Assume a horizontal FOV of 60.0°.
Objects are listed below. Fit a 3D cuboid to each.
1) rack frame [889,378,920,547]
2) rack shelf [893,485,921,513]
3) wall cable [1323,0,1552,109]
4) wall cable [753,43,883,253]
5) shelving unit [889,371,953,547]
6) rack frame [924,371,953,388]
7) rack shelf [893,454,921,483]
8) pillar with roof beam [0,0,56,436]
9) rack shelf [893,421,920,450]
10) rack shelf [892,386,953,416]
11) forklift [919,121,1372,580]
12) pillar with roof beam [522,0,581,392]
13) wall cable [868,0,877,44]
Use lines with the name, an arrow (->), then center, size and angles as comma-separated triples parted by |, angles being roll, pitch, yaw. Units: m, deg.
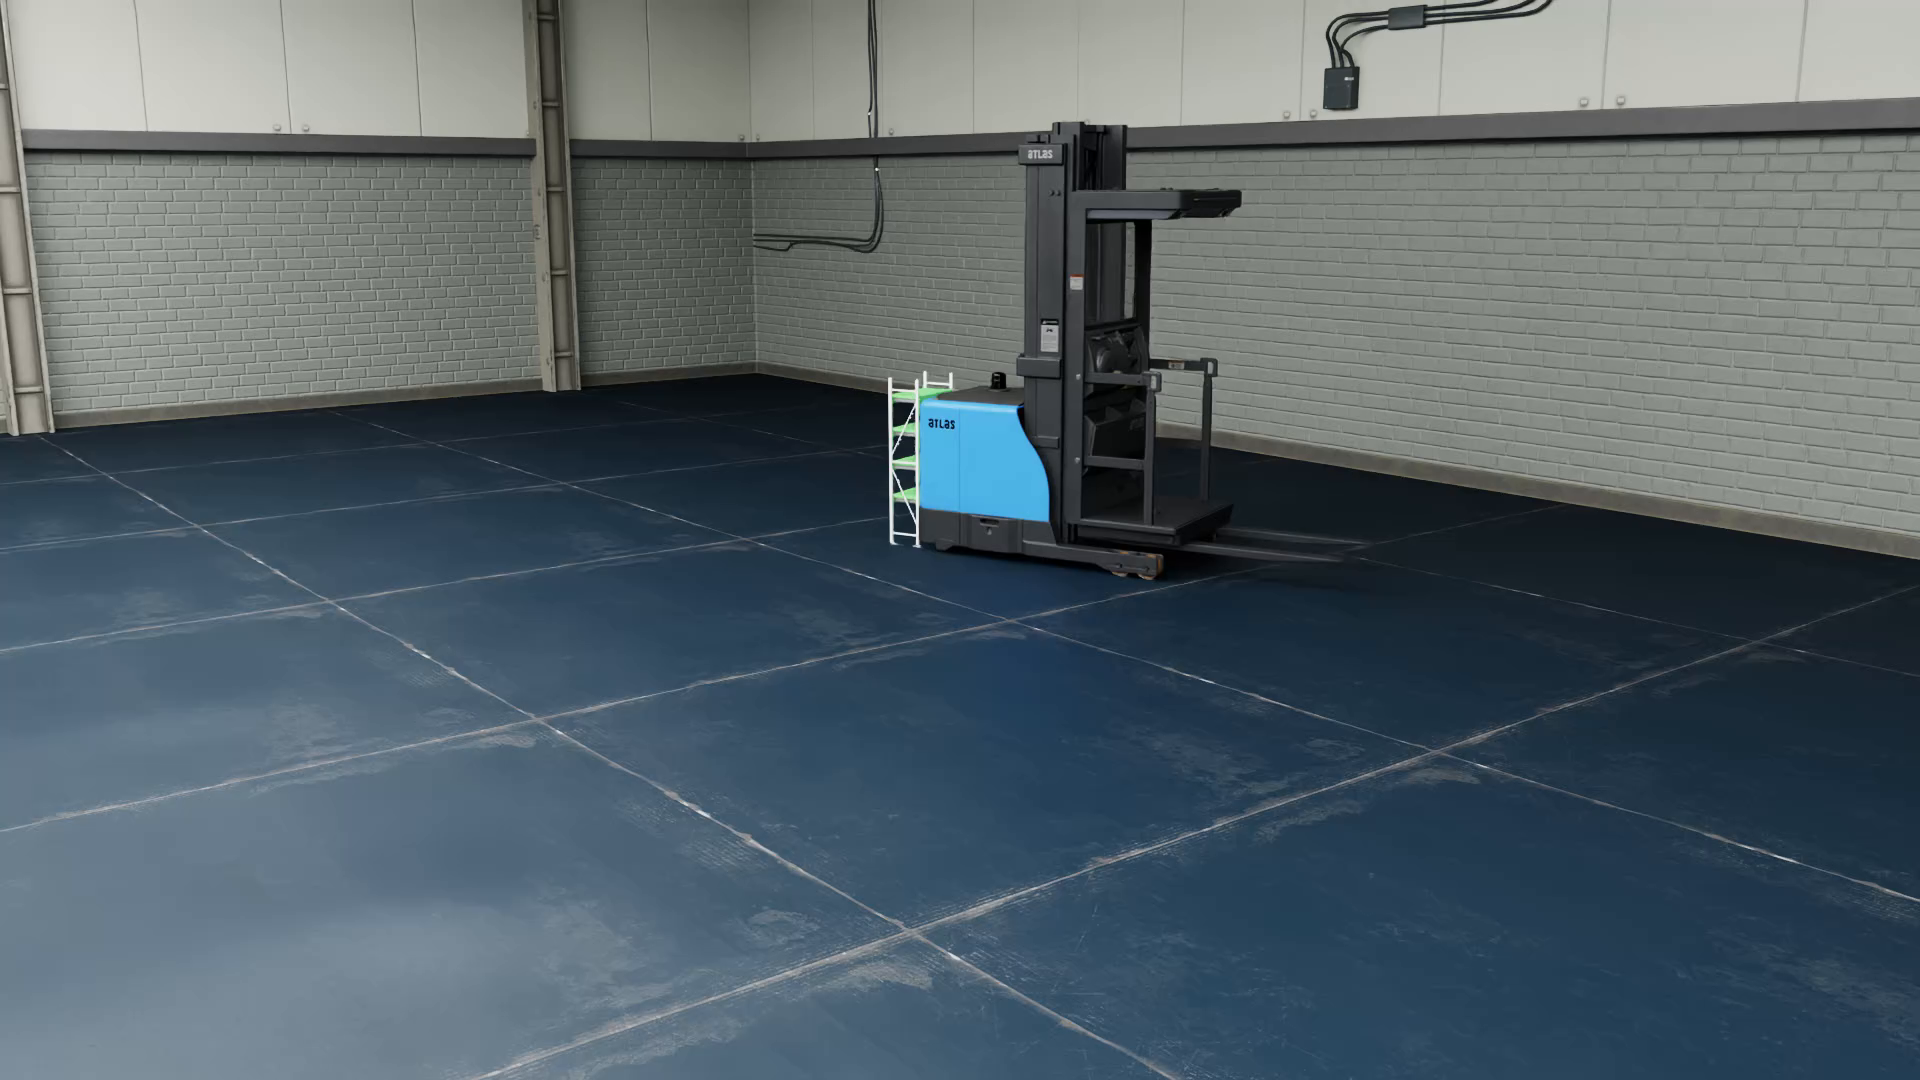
rack frame -> -0.396, -0.548, 11.821 | 0.240, 1.200, 0.015 | 7, 14, 28
rack shelf -> -0.278, -0.295, 12.092 | 0.258, 0.148, 0.480 | 7, 14, 28
wall cable -> 3.986, -6.600, 13.359 | 0.169, 6.003, 2.305 | -9, 15, -38
wall cable -> -1.932, -4.960, 21.296 | 0.112, 2.526, 3.097 | -9, 15, -38
shelving unit -> -0.278, -0.592, 12.029 | 0.258, 1.200, 0.503 | 7, 14, 28
rack frame -> -0.159, -0.636, 12.237 | 0.240, 1.200, 0.015 | 7, 14, 28
rack shelf -> -0.278, -0.530, 12.042 | 0.258, 0.148, 0.480 | 7, 14, 28
pillar with roof beam -> -7.054, -4.834, 13.229 | 0.400, 9.000, 9.100 | -9, 15, -38
rack shelf -> -0.278, -0.764, 11.992 | 0.258, 0.148, 0.480 | 7, 14, 28
rack shelf -> -0.278, -0.999, 11.943 | 0.258, 0.148, 0.480 | 7, 14, 28
forklift -> 1.244, -1.298, 11.184 | 3.031, 2.935, 1.130 | 7, 14, 29
pillar with roof beam -> -2.369, -5.612, 16.895 | 0.400, 9.000, 9.100 | -9, 15, -38
wall cable -> -0.242, -6.991, 18.705 | 0.112, 2.526, 3.097 | -9, 15, -38
